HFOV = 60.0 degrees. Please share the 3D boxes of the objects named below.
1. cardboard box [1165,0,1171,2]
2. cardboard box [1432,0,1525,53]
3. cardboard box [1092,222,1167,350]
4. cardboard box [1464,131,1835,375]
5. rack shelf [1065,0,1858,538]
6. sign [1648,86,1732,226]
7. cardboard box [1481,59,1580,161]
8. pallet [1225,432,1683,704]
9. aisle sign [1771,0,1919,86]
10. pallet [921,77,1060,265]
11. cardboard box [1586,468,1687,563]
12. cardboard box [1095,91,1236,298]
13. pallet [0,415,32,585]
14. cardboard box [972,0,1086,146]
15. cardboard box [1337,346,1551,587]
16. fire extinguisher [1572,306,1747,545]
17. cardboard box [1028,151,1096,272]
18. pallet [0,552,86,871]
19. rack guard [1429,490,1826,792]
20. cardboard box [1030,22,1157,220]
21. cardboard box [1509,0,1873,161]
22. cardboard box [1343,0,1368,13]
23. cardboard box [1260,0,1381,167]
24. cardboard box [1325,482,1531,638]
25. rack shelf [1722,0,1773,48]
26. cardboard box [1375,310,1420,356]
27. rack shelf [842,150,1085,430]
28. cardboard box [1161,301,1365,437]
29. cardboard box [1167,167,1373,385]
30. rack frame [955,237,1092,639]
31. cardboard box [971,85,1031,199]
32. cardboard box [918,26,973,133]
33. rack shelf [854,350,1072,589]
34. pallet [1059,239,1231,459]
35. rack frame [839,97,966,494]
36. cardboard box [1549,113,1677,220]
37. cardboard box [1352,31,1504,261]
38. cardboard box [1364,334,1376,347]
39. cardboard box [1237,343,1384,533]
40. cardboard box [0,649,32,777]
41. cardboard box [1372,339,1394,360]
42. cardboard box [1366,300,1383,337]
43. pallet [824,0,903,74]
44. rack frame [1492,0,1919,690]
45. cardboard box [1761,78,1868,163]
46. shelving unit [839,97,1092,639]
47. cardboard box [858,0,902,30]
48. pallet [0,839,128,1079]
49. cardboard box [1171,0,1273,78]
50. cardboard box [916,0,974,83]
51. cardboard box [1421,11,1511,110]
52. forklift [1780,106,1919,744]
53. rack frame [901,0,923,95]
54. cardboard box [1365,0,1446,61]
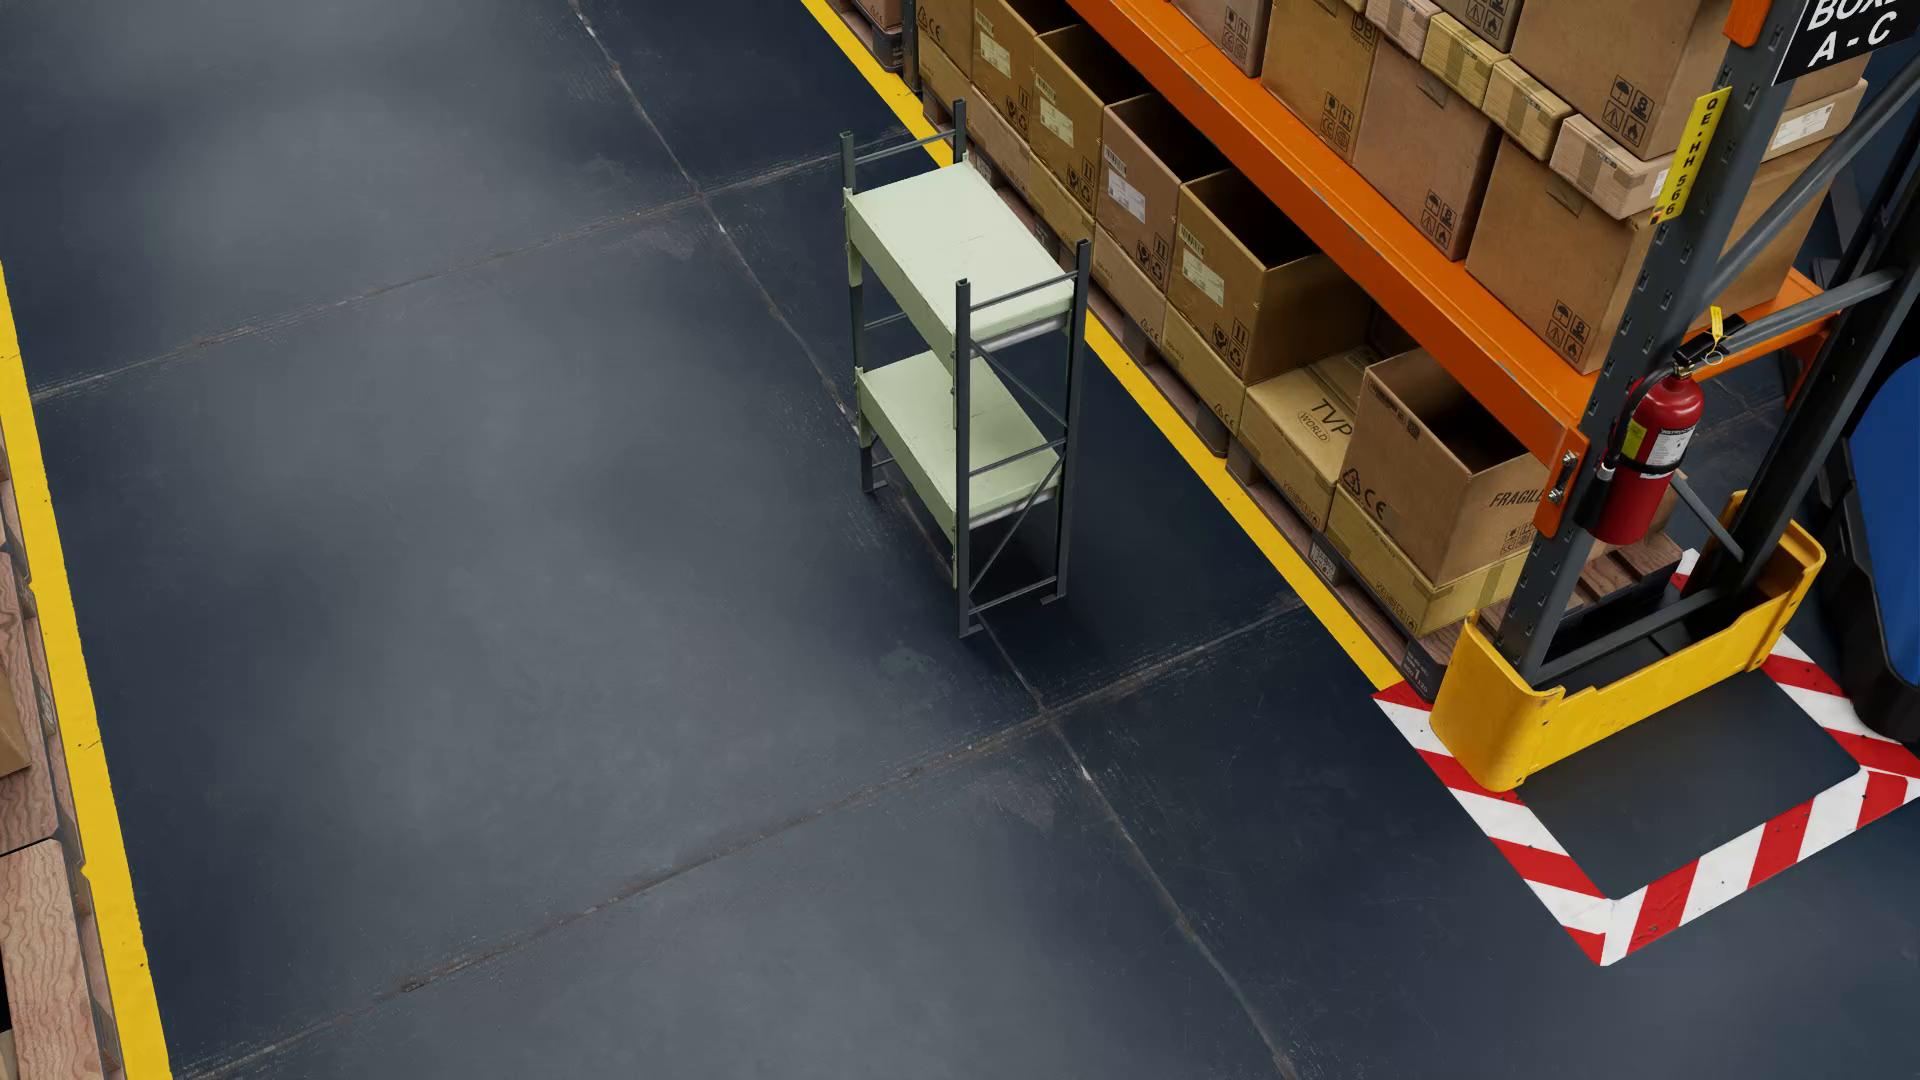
[{"bbox_3d":[0.895,-2.259,5.667,0.700,0.500,0.500,-20,52,-17],"label":"cardboard box"},{"bbox_3d":[1.572,-1.695,4.311,0.700,0.500,0.500,-22,53,-18],"label":"cardboard box"},{"bbox_3d":[0.839,-1.022,6.199,0.500,0.250,0.500,-21,52,-18],"label":"cardboard box"},{"bbox_3d":[1.842,-0.882,4.462,0.700,0.500,0.500,-21,52,-18],"label":"cardboard box"},{"bbox_3d":[1.129,-1.634,5.664,1.077,0.370,4.000,-21,52,-18],"label":"rack shelf"},{"bbox_3d":[1.555,-0.814,3.542,0.100,0.325,0.005,-21,52,-18],"label":"sign"},{"bbox_3d":[1.579,-1.143,4.260,0.380,0.149,0.250,-20,52,-17],"label":"cardboard box"},{"bbox_3d":[1.657,-0.112,5.707,1.003,0.211,1.213,-21,52,-18],"label":"pallet"},{"bbox_3d":[1.813,-1.243,3.117,0.394,0.787,0.004,-21,52,-18],"label":"aisle sign"},{"bbox_3d":[0.540,-1.745,7.136,1.003,0.211,1.213,-21,52,-18],"label":"pallet"},{"bbox_3d":[1.996,-0.201,5.480,0.500,0.250,0.500,-21,52,-18],"label":"cardboard box"},{"bbox_3d":[0.836,-1.268,5.916,0.500,0.500,0.500,-21,52,-18],"label":"cardboard box"},{"bbox_3d":[-3.851,-0.145,5.737,1.003,0.211,1.213,-21,52,-18],"label":"pallet"},{"bbox_3d":[0.383,-1.939,6.503,0.500,0.500,0.500,-21,52,-18],"label":"cardboard box"},{"bbox_3d":[1.534,-0.268,5.042,0.500,0.500,0.500,-21,52,-18],"label":"cardboard box"},{"bbox_3d":[1.685,-0.268,4.043,0.296,0.674,0.183,-21,52,-18],"label":"fire extinguisher"},{"bbox_3d":[0.605,-1.355,6.490,0.500,0.250,0.500,-21,52,-18],"label":"cardboard box"},{"bbox_3d":[-3.288,0.672,5.022,1.003,0.211,1.213,-21,52,-18],"label":"pallet"},{"bbox_3d":[2.055,0.307,5.149,1.175,0.500,0.348,-21,52,-18],"label":"rack guard"},{"bbox_3d":[0.605,-1.602,6.208,0.500,0.500,0.500,-21,52,-18],"label":"cardboard box"},{"bbox_3d":[1.817,-1.344,4.005,0.700,0.500,0.500,-21,52,-17],"label":"cardboard box"},{"bbox_3d":[1.228,-1.659,4.711,0.380,0.149,0.250,-20,52,-16],"label":"cardboard box"},{"bbox_3d":[1.375,-1.566,5.060,0.700,0.500,0.500,-21,52,-17],"label":"cardboard box"},{"bbox_3d":[1.536,-0.022,5.324,0.500,0.250,0.500,-21,52,-18],"label":"cardboard box"},{"bbox_3d":[1.129,-2.621,4.535,1.077,0.370,4.000,-21,52,-18],"label":"rack shelf"},{"bbox_3d":[1.766,-0.782,5.490,0.500,0.500,0.500,-21,52,-18],"label":"cardboard box"},{"bbox_3d":[0.003,-0.746,4.888,0.431,0.370,0.720,-21,52,-18],"label":"rack shelf"},{"bbox_3d":[1.066,-0.687,5.906,0.500,0.250,0.500,-21,52,-18],"label":"cardboard box"},{"bbox_3d":[1.063,-0.933,5.623,0.500,0.500,0.500,-21,52,-18],"label":"cardboard box"},{"bbox_3d":[0.171,-0.244,4.967,0.400,1.500,0.023,-21,52,-18],"label":"rack frame"},{"bbox_3d":[0.380,-1.691,6.784,0.500,0.250,0.500,-21,52,-18],"label":"cardboard box"},{"bbox_3d":[0.156,-2.027,7.078,0.500,0.250,0.500,-21,52,-18],"label":"cardboard box"},{"bbox_3d":[0.003,-0.275,5.427,0.431,0.370,0.720,-21,52,-18],"label":"rack shelf"},{"bbox_3d":[1.102,-0.927,6.420,1.003,0.211,1.213,-21,52,-18],"label":"pallet"},{"bbox_3d":[-0.164,-0.734,5.396,0.400,1.500,0.023,-21,52,-18],"label":"rack frame"},{"bbox_3d":[1.700,-0.969,4.107,0.380,0.149,0.250,-22,52,-18],"label":"cardboard box"},{"bbox_3d":[1.597,-1.232,4.768,0.700,0.500,0.500,-20,52,-17],"label":"cardboard box"},{"bbox_3d":[1.536,-0.869,6.065,0.500,0.250,0.500,-21,52,-18],"label":"cardboard box"},{"bbox_3d":[1.296,-0.353,5.614,0.500,0.250,0.500,-21,52,-18],"label":"cardboard box"},{"bbox_3d":[-3.148,0.471,4.714,0.700,0.500,0.500,-24,53,-20],"label":"cardboard box"},{"bbox_3d":[1.764,-0.534,5.772,0.500,0.250,0.500,-21,52,-18],"label":"cardboard box"},{"bbox_3d":[1.525,-1.112,5.779,0.500,0.500,0.500,-21,52,-18],"label":"cardboard box"},{"bbox_3d":[-0.158,-2.771,8.033,1.003,0.211,1.213,-21,52,-18],"label":"pallet"},{"bbox_3d":[2.044,-0.532,4.223,1.000,3.000,0.127,-21,52,-18],"label":"rack frame"},{"bbox_3d":[2.056,-1.115,4.235,0.380,0.149,0.250,-22,52,-18],"label":"cardboard box"},{"bbox_3d":[0.003,-0.489,5.182,0.431,1.500,0.755,-21,52,-18],"label":"shelving unit"},{"bbox_3d":[-0.234,-2.620,7.596,0.500,0.250,0.500,-22,52,-18],"label":"cardboard box"},{"bbox_3d":[-2.734,1.488,4.308,1.003,0.211,1.213,-21,52,-18],"label":"pallet"},{"bbox_3d":[1.131,-1.917,5.368,0.700,0.500,0.500,-20,52,-16],"label":"cardboard box"},{"bbox_3d":[0.147,-2.271,6.793,0.500,0.500,0.500,-21,52,-18],"label":"cardboard box"},{"bbox_3d":[1.461,-1.314,4.410,0.380,0.149,0.250,-22,52,-18],"label":"cardboard box"},{"bbox_3d":[3.605,-1.350,4.983,1.130,2.935,3.031,9,49,8],"label":"forklift"},{"bbox_3d":[0.213,-3.209,6.564,1.000,3.000,0.127,-21,52,-18],"label":"rack frame"},{"bbox_3d":[1.348,-1.484,4.557,0.380,0.149,0.250,-21,52,-17],"label":"cardboard box"}]
